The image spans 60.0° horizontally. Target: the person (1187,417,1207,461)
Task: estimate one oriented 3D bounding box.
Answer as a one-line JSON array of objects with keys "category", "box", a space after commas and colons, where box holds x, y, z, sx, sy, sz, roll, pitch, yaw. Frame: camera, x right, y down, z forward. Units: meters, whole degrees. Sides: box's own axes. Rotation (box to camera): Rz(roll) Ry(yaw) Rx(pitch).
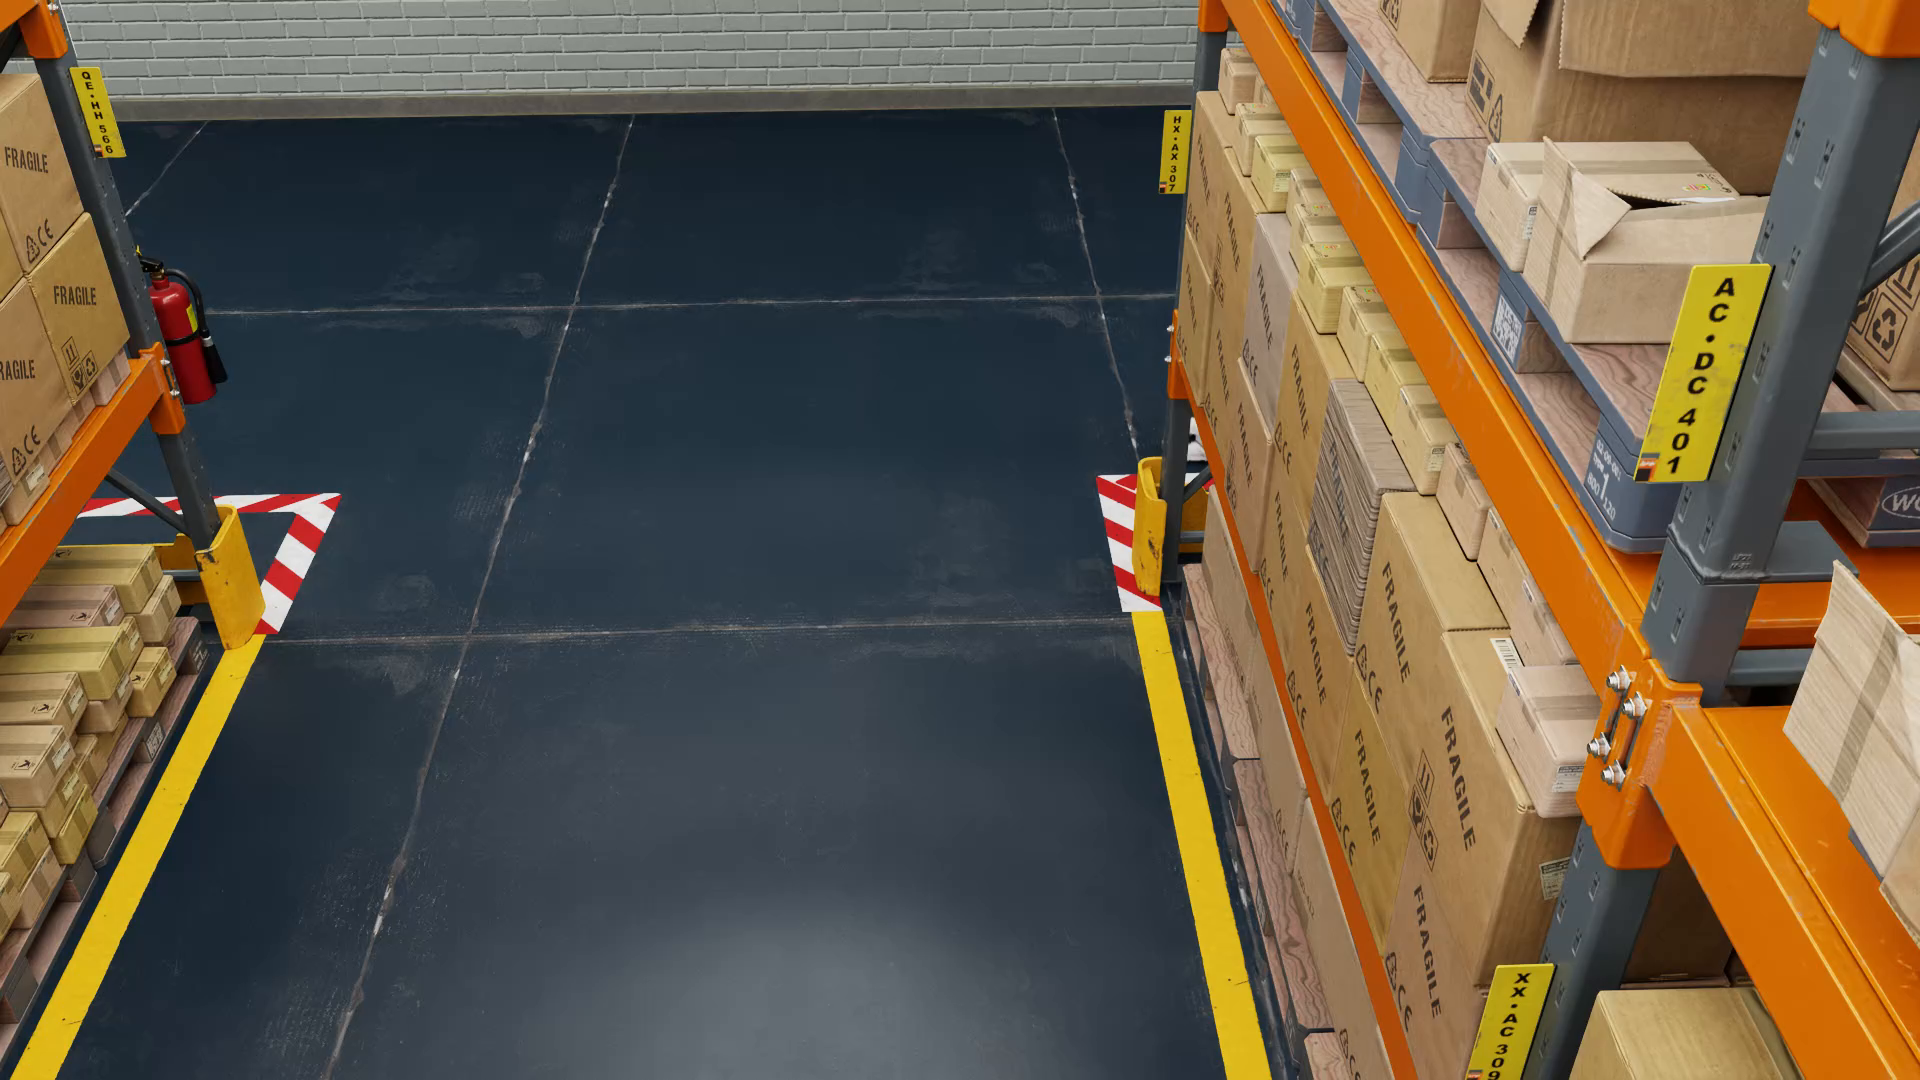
[{"category": "person", "box": [1.244, -1.152, 7.730, 0.362, 1.670, 0.440, 12, 37, 16]}]
